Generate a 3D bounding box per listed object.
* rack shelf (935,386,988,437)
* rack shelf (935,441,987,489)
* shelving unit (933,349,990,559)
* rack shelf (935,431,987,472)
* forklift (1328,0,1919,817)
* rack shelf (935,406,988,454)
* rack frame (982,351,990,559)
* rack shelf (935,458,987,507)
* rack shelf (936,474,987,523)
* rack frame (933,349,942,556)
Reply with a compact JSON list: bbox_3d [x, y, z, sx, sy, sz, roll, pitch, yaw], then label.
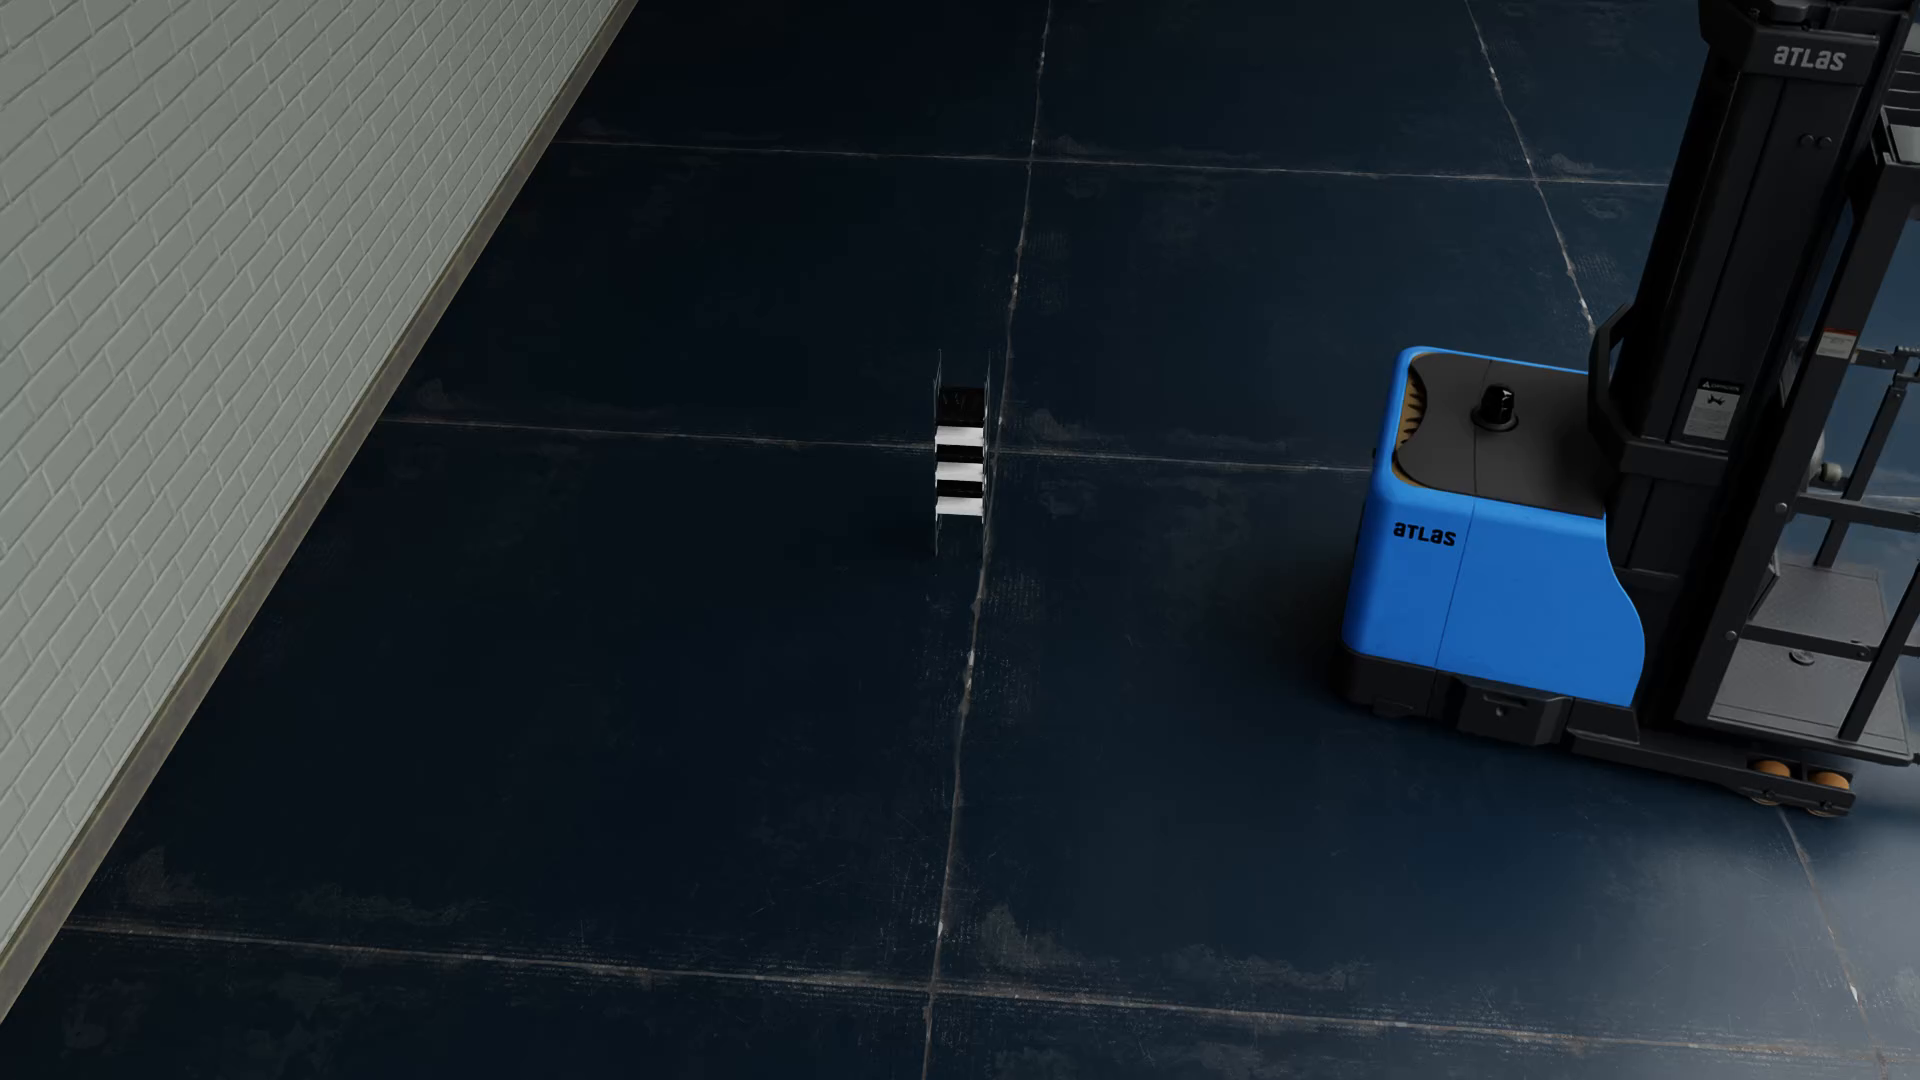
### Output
[{"bbox_3d":[0.008,-0.532,6.816,0.200,0.077,0.258,3,39,4],"label":"rack shelf"},{"bbox_3d":[0.008,-0.323,6.986,0.200,0.077,0.258,3,39,4],"label":"rack shelf"},{"bbox_3d":[0.008,-0.349,6.965,0.210,0.900,0.258,3,39,4],"label":"shelving unit"},{"bbox_3d":[0.008,-0.393,6.930,0.200,0.077,0.258,3,39,4],"label":"rack shelf"},{"bbox_3d":[3.005,-0.512,5.557,3.031,2.935,1.130,11,40,13],"label":"forklift"},{"bbox_3d":[0.008,-0.462,6.873,0.200,0.077,0.258,3,39,4],"label":"rack shelf"},{"bbox_3d":[0.109,-0.343,6.959,0.006,0.900,0.240,3,39,4],"label":"rack frame"},{"bbox_3d":[0.008,-0.253,7.043,0.200,0.077,0.258,3,39,4],"label":"rack shelf"},{"bbox_3d":[0.008,-0.183,7.100,0.200,0.077,0.258,3,39,4],"label":"rack shelf"},{"bbox_3d":[-0.093,-0.354,6.972,0.006,0.900,0.240,3,39,4],"label":"rack frame"}]
